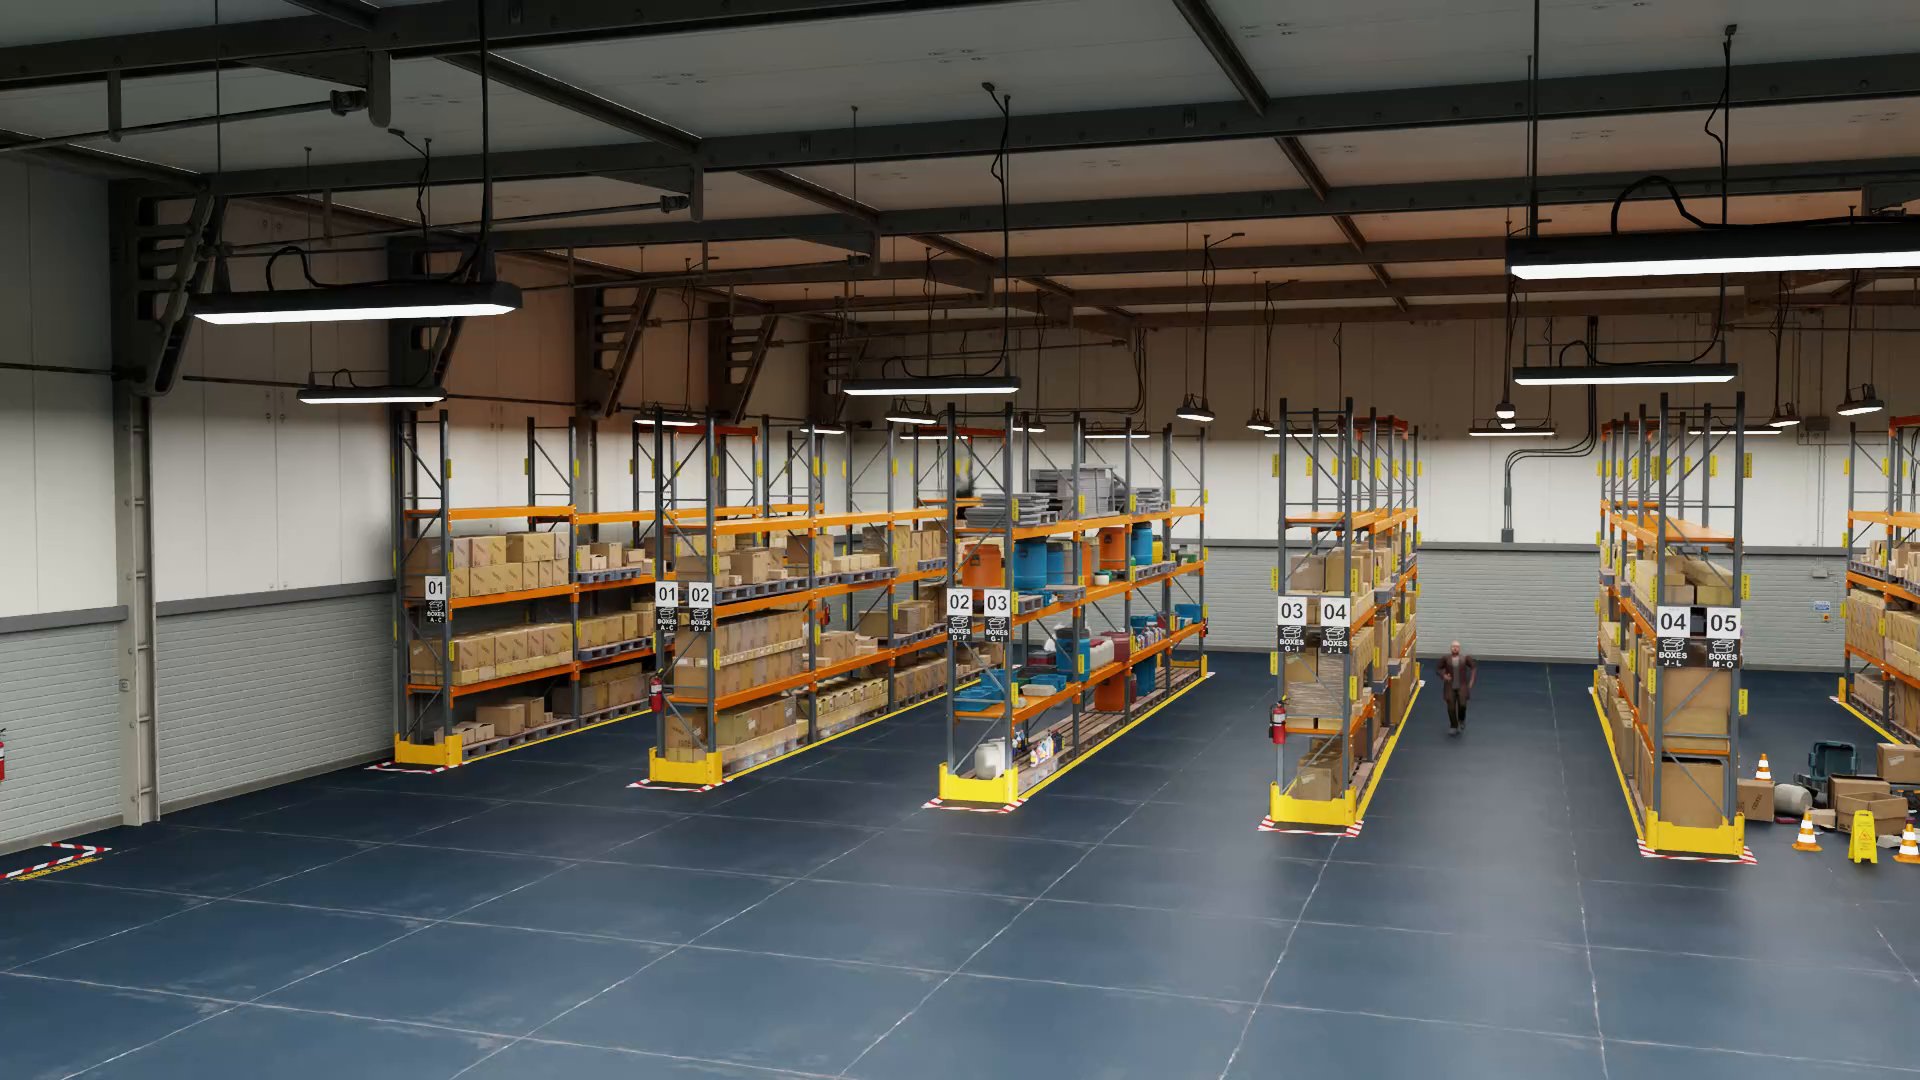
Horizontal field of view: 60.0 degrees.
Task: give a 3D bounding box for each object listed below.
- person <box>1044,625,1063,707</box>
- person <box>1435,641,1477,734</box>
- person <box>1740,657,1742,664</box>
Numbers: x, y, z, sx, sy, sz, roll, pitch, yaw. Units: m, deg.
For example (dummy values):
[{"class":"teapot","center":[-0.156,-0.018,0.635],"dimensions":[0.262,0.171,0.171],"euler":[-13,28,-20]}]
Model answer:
[{"class":"person","center":[2.062,2.646,34.882],"dimensions":[0.698,1.717,0.606],"euler":[1,3,17]},{"class":"person","center":[9.331,2.786,31.302],"dimensions":[0.765,1.749,0.615],"euler":[1,3,16]},{"class":"person","center":[15.688,2.708,34.087],"dimensions":[0.584,1.659,0.739],"euler":[1,3,17]}]
